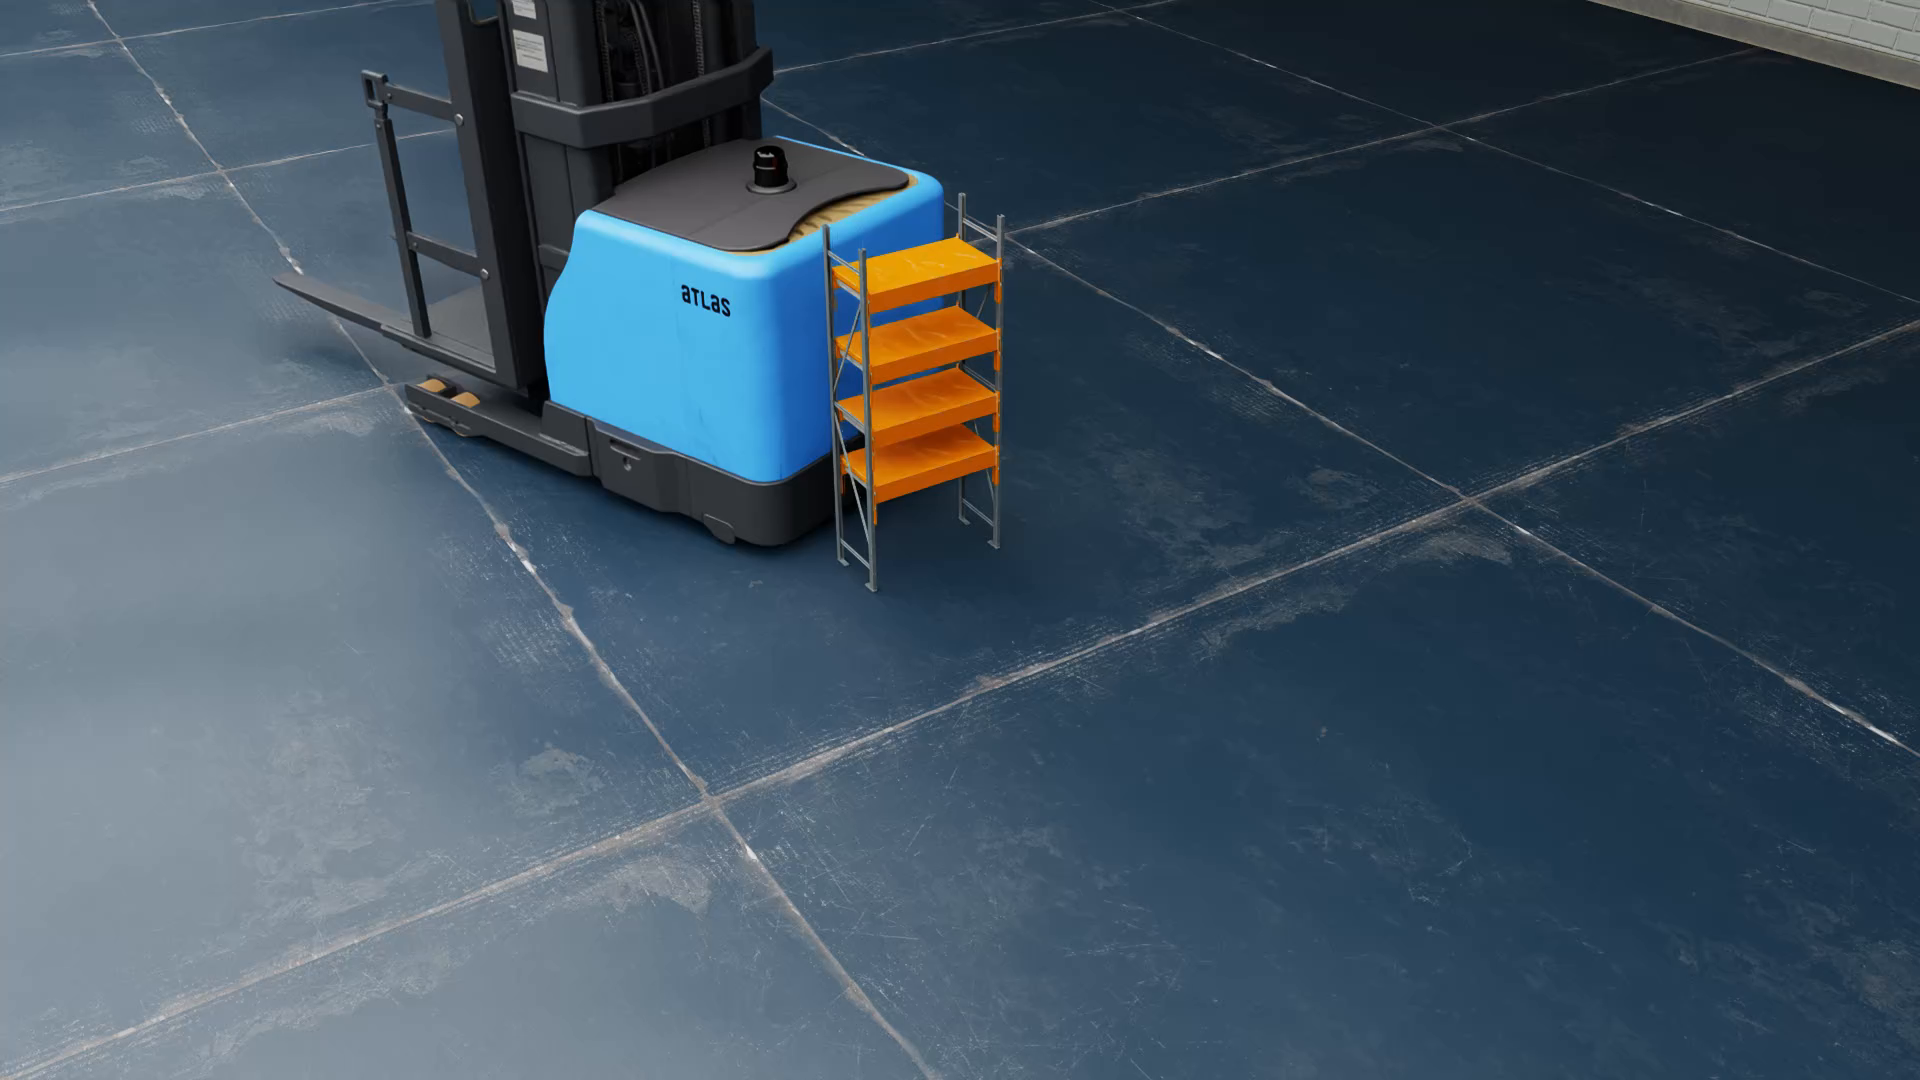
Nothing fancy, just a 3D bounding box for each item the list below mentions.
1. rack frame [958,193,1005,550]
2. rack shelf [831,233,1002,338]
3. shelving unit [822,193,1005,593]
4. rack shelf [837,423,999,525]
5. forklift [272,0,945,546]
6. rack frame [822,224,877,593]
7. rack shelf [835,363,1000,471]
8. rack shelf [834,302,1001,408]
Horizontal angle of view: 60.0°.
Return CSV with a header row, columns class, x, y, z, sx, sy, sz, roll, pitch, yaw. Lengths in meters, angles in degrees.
class,x,y,z,sx,sy,sz,roll,pitch,yaw
rack frame,0.066,-0.530,5.466,0.015,1.200,0.240,-19,37,-27
rack shelf,-0.139,-0.792,5.144,0.480,0.148,0.258,-19,37,-27
shelving unit,-0.139,-0.460,5.354,0.503,1.200,0.258,-19,37,-27
rack shelf,-0.139,-0.235,5.496,0.480,0.148,0.258,-19,37,-27
forklift,-1.528,-1.839,5.919,3.031,2.935,1.130,21,38,30
rack frame,-0.344,-0.389,5.242,0.015,1.200,0.240,-19,37,-27
rack shelf,-0.139,-0.403,5.390,0.480,0.148,0.258,-19,37,-27
rack shelf,-0.139,-0.592,5.271,0.480,0.148,0.258,-19,37,-27
